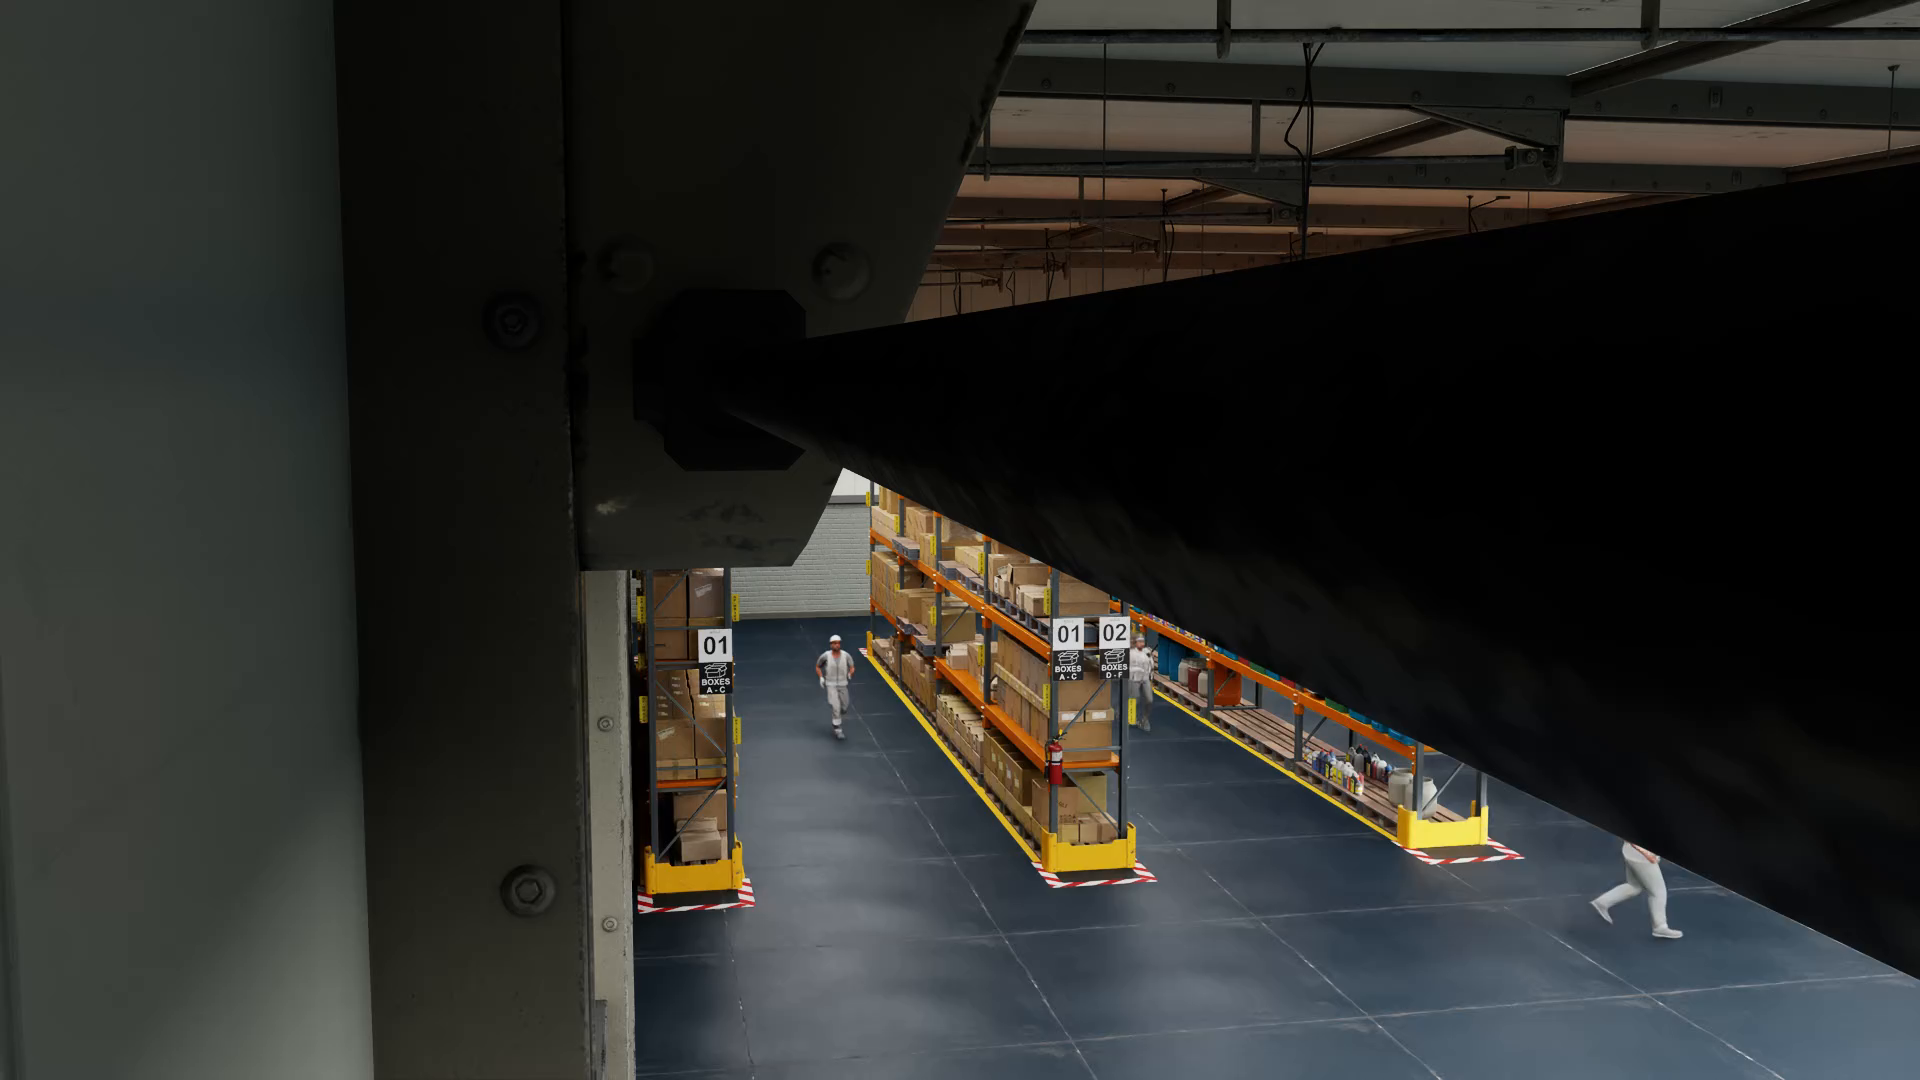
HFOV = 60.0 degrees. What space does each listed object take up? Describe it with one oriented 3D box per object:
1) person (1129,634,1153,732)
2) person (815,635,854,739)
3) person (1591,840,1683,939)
[{"bbox_3d":[3.138,2.479,28.960,0.590,1.740,0.726,-1,6,-14],"label":"person"},{"bbox_3d":[-2.126,2.491,28.431,0.657,1.753,0.760,-2,6,-18],"label":"person"},{"bbox_3d":[7.547,3.516,18.461,0.953,1.755,0.672,1,6,10],"label":"person"}]
